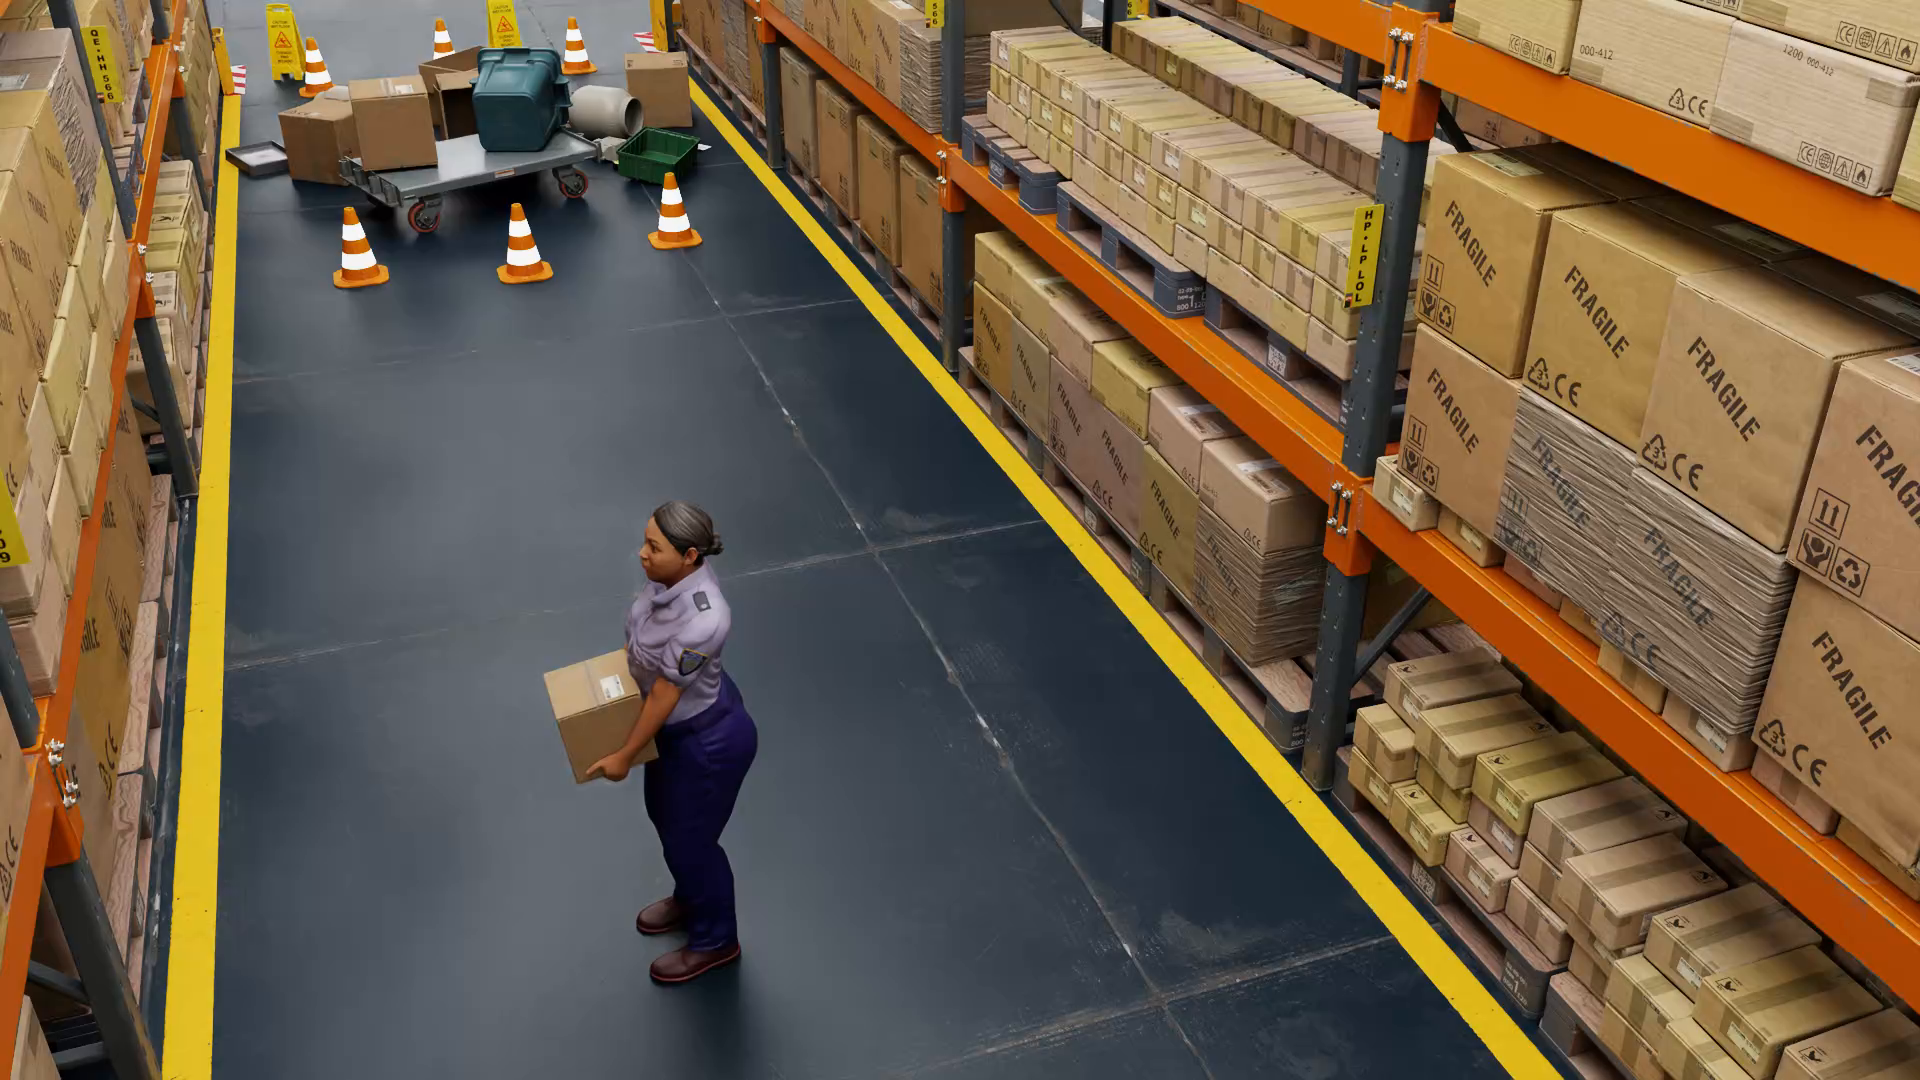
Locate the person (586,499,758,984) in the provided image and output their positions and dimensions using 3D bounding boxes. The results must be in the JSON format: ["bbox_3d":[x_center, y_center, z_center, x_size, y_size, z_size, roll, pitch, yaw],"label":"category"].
[{"bbox_3d":[-0.894,0.621,5.079,0.528,1.647,0.435,-11,32,-18],"label":"person"}]
